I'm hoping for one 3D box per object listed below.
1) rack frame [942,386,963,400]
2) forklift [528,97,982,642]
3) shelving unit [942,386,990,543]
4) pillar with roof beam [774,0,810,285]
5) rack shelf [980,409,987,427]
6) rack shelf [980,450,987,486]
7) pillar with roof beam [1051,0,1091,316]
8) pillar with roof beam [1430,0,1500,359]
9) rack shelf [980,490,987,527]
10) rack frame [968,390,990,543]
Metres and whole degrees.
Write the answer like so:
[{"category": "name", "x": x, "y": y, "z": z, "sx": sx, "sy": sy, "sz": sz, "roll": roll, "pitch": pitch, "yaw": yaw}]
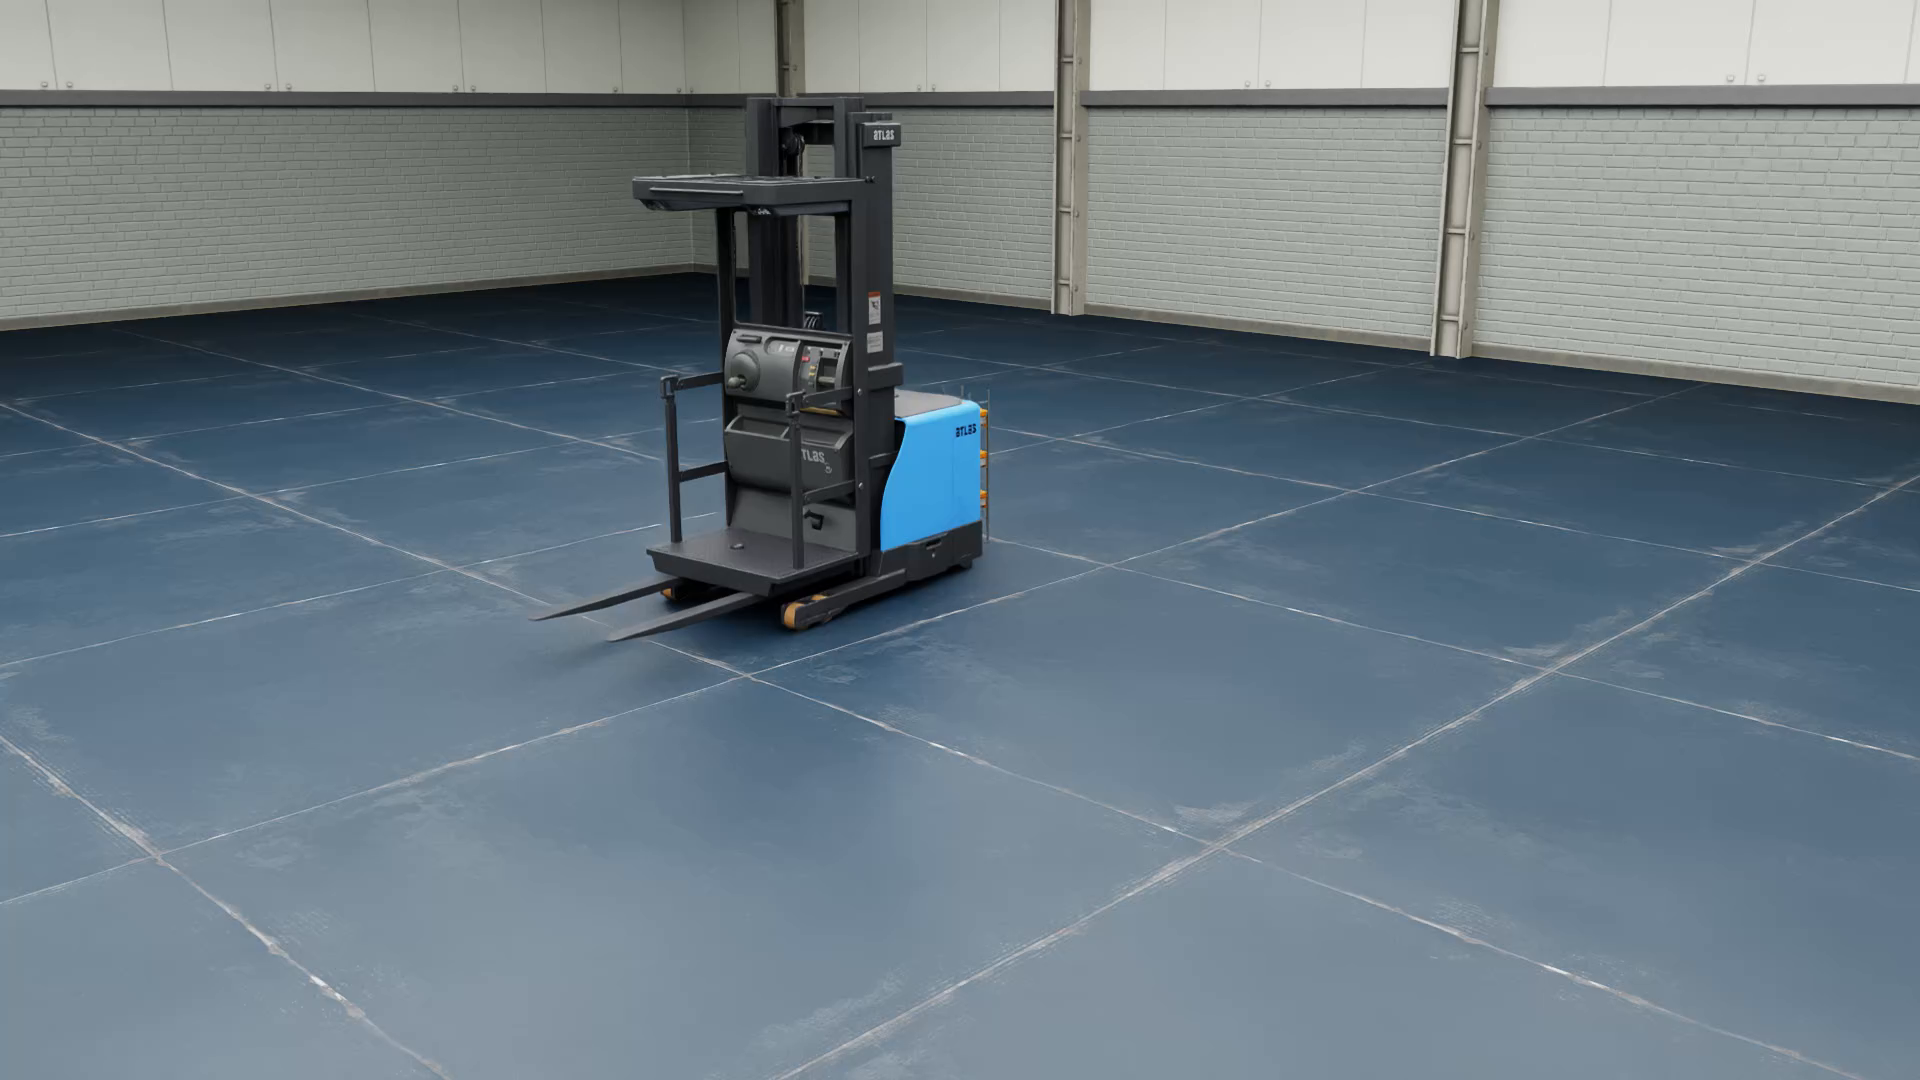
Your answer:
[{"category": "rack frame", "x": -0.049, "y": -0.520, "z": 11.346, "sx": 0.008, "sy": 1.050, "sz": 0.200, "roll": 14, "pitch": 20, "yaw": 42}, {"category": "forklift", "x": -1.145, "y": -1.037, "z": 9.599, "sx": 1.130, "sy": 2.935, "sz": 3.031, "roll": 11, "pitch": 18, "yaw": 36}, {"category": "shelving unit", "x": 0.039, "y": -0.499, "z": 11.264, "sx": 0.252, "sy": 1.050, "sz": 0.215, "roll": 14, "pitch": 20, "yaw": 42}, {"category": "pillar with roof beam", "x": -5.752, "y": -7.880, "z": 23.829, "sx": 0.400, "sy": 9.000, "sz": 9.100, "roll": 14, "pitch": 20, "yaw": 42}, {"category": "rack shelf", "x": 0.039, "y": -0.763, "z": 11.195, "sx": 0.240, "sy": 0.259, "sz": 0.215, "roll": 14, "pitch": 20, "yaw": 42}, {"category": "rack shelf", "x": 0.039, "y": -0.488, "z": 11.266, "sx": 0.240, "sy": 0.259, "sz": 0.215, "roll": 14, "pitch": 20, "yaw": 42}, {"category": "pillar with roof beam", "x": -1.432, "y": -6.830, "z": 19.799, "sx": 0.400, "sy": 9.000, "sz": 9.100, "roll": 14, "pitch": 20, "yaw": 42}, {"category": "pillar with roof beam", "x": 2.887, "y": -5.780, "z": 15.769, "sx": 0.400, "sy": 9.000, "sz": 9.100, "roll": 14, "pitch": 20, "yaw": 42}, {"category": "rack shelf", "x": 0.039, "y": -0.219, "z": 11.337, "sx": 0.240, "sy": 0.259, "sz": 0.215, "roll": 14, "pitch": 20, "yaw": 42}, {"category": "rack frame", "x": 0.126, "y": -0.477, "z": 11.182, "sx": 0.008, "sy": 1.050, "sz": 0.200, "roll": 14, "pitch": 20, "yaw": 42}]
